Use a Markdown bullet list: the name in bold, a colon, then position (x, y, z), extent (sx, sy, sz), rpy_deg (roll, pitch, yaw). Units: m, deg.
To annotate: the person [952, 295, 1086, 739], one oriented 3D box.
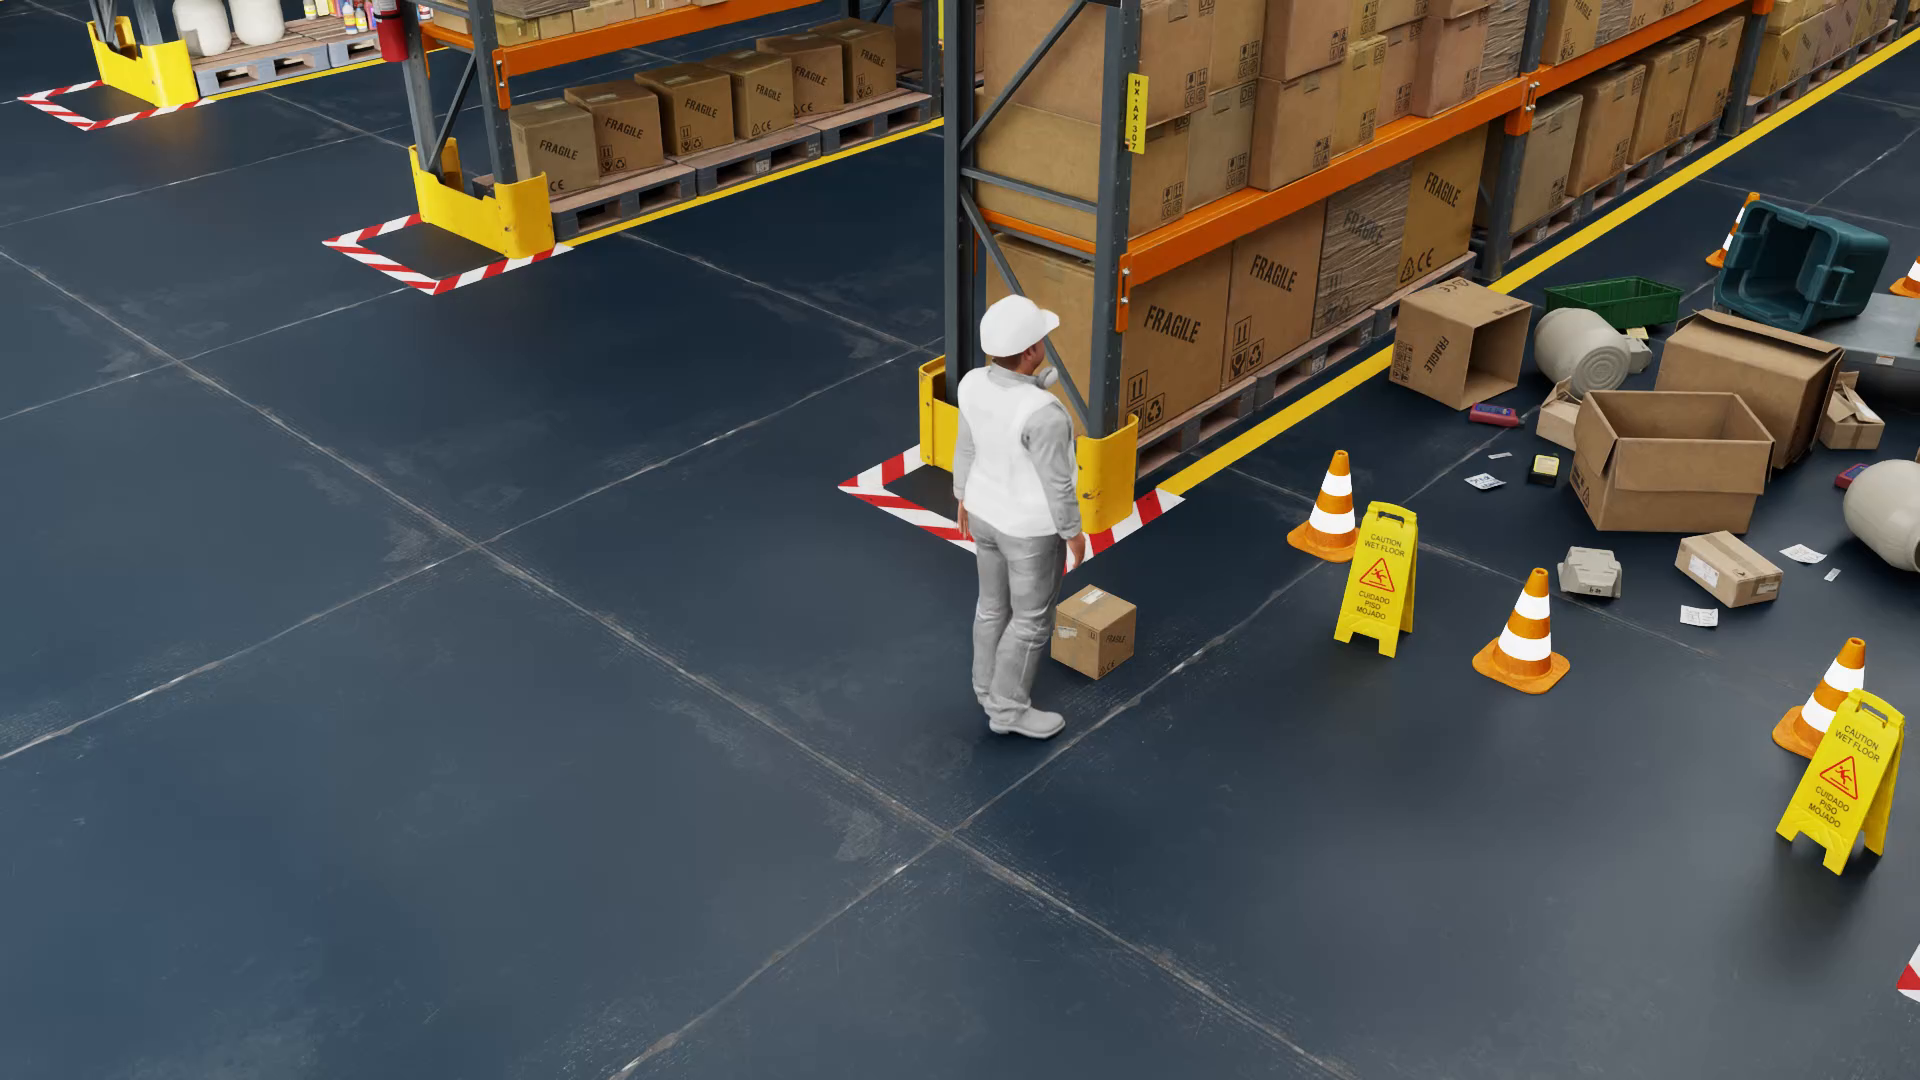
- **person**: position (0.223, -0.085, 6.219), extent (0.384, 1.773, 0.557), rpy_deg (-24, 38, -34)
